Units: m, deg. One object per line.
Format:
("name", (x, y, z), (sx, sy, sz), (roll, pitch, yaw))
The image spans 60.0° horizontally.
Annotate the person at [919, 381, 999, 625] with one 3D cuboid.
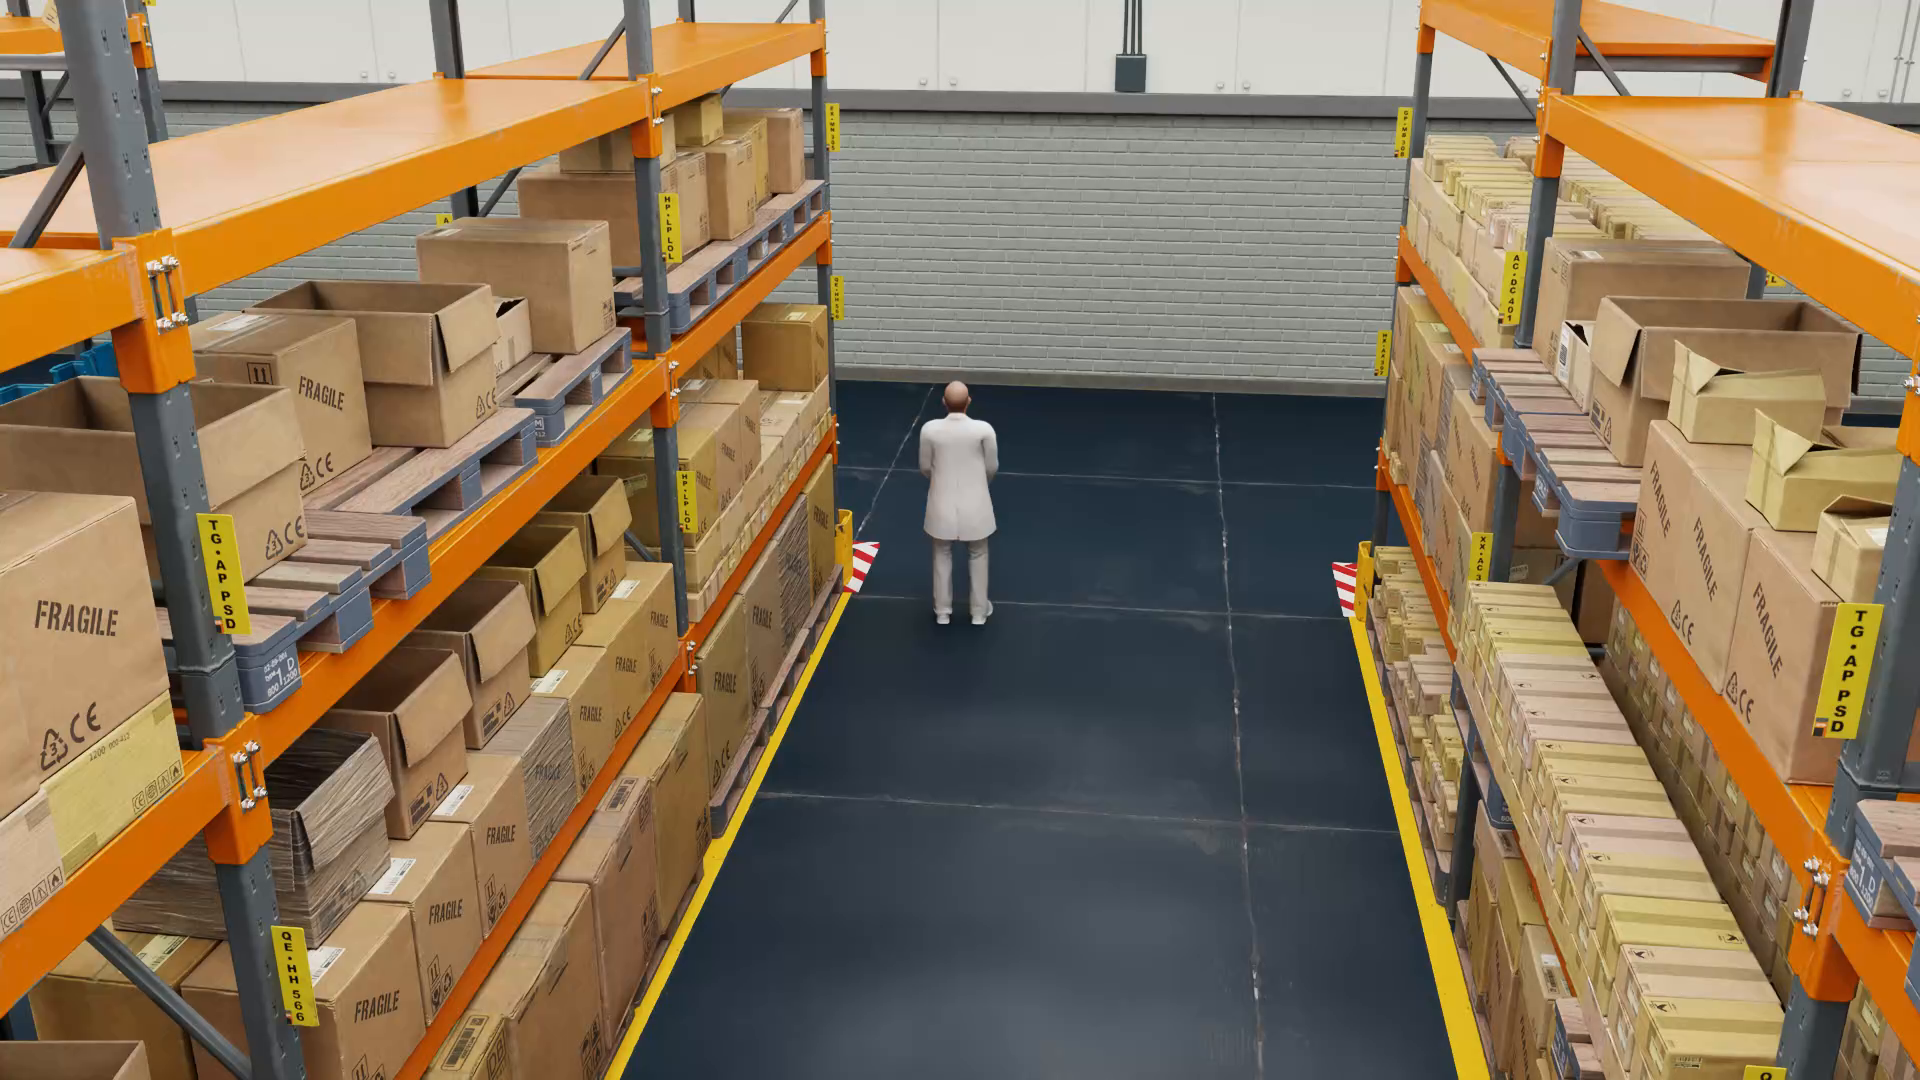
("person", (0.000, -0.291, 11.855), (0.563, 1.782, 0.508), (2, 21, 5))
